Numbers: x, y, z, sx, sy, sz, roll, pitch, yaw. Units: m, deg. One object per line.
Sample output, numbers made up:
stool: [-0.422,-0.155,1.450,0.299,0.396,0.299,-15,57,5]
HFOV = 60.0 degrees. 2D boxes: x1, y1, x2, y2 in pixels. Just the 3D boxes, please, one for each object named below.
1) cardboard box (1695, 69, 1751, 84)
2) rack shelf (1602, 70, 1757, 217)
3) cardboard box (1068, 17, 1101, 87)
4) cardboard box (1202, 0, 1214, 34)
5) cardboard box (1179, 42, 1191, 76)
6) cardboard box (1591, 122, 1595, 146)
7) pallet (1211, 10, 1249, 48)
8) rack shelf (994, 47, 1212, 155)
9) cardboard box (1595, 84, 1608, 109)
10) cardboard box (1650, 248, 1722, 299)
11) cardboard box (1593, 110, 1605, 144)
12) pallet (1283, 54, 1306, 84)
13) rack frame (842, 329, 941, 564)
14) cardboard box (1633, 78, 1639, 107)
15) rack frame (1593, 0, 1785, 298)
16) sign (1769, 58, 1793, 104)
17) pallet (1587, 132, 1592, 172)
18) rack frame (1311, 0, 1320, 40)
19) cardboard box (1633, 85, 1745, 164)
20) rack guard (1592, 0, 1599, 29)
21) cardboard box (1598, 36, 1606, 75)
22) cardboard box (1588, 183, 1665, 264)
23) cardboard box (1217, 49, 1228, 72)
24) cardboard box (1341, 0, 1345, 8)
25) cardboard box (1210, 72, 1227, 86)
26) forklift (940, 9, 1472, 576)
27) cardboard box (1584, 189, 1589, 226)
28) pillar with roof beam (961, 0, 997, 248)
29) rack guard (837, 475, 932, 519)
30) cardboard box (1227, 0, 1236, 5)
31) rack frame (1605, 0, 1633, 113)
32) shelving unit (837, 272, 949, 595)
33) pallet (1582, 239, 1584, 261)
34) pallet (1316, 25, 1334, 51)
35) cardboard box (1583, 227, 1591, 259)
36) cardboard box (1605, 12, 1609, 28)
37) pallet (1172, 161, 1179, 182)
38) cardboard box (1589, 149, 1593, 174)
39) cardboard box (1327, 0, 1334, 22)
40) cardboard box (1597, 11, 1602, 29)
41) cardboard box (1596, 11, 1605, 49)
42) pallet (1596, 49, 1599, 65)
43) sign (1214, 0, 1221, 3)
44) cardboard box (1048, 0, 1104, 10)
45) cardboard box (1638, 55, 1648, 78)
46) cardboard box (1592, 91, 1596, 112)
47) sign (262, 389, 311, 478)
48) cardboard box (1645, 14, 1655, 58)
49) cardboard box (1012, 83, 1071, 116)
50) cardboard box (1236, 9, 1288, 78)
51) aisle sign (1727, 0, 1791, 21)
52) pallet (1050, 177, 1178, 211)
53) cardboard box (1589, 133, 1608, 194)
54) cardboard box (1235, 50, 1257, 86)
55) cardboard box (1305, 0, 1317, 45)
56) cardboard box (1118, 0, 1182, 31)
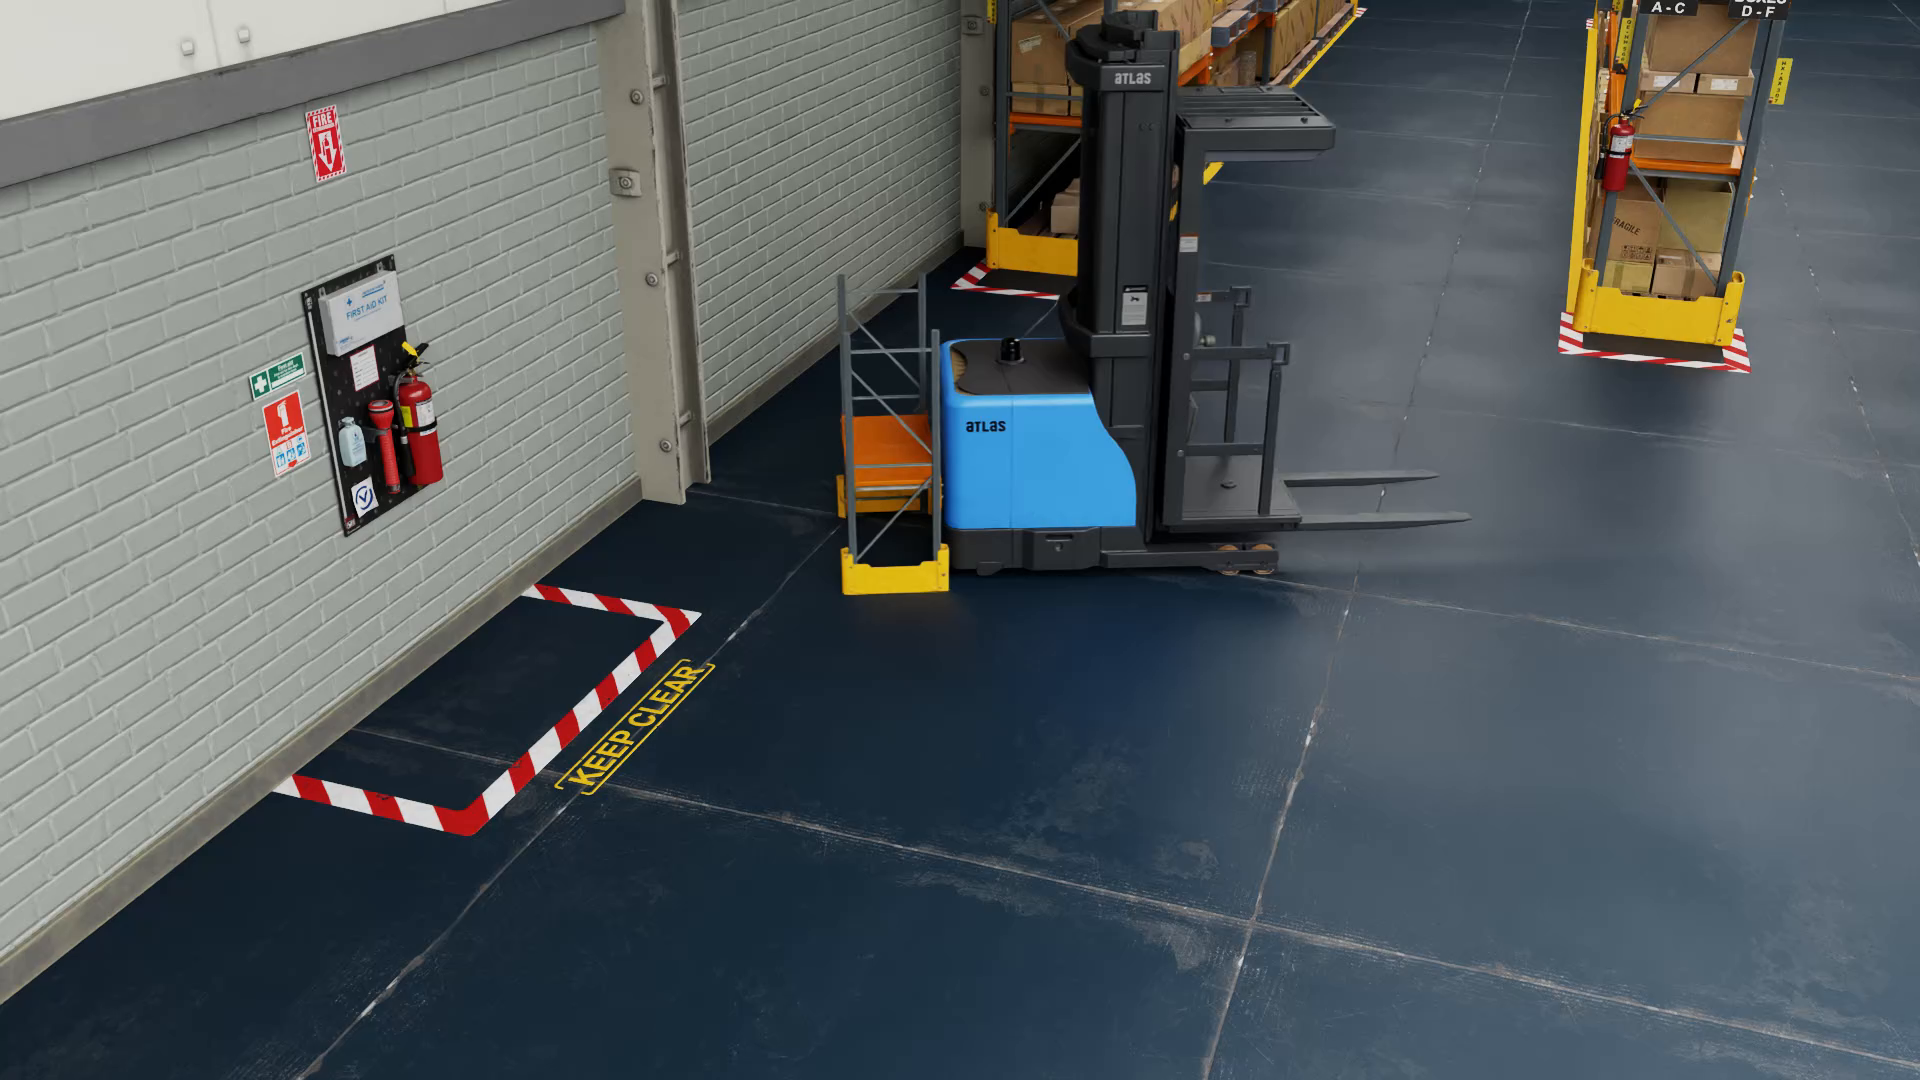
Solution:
cardboard box: [5.887,-3.581,12.845,0.380,0.149,0.250,8,27,16]
rack shelf: [6.133,-3.503,14.369,1.077,0.370,4.000,9,27,17]
cardboard box: [1.237,-4.154,14.176,0.500,0.500,0.500,9,27,18]
cardboard box: [2.261,-5.406,16.762,0.500,0.500,0.500,9,27,17]
cardboard box: [1.928,-4.656,16.074,0.500,0.250,0.500,9,27,17]
cardboard box: [7.174,-4.440,18.151,0.500,0.250,0.500,9,27,18]
pallet: [2.518,-5.573,18.038,1.003,0.211,1.213,9,27,17]
rack shelf: [1.461,-4.220,15.850,1.077,0.370,4.000,9,27,17]
cardboard box: [7.340,-4.898,18.454,0.500,0.311,0.500,8,27,16]
cardboard box: [5.856,-2.145,13.411,0.500,0.250,0.500,9,27,17]
cardboard box: [6.830,-4.276,17.169,0.500,0.311,0.500,10,27,19]
pallet: [4.198,-6.567,23.072,1.003,0.211,1.213,9,27,17]
rack frame: [-0.354,-0.393,8.840,0.500,1.500,0.032,-2,26,-5]
cardboard box: [6.148,-3.877,14.201,0.700,0.500,0.500,10,27,19]
rack frame: [5.468,-3.005,12.515,1.000,3.000,0.127,9,27,17]
sign: [5.989,-3.348,12.138,0.100,0.325,0.005,9,27,17]
pallet: [7.412,-4.206,18.194,1.003,0.211,1.213,9,27,17]
rack frame: [4.788,-8.654,24.181,1.000,3.000,0.127,9,27,17]
cardboard box: [5.635,-3.240,12.886,0.700,0.500,0.500,9,27,17]
rack guard: [10.767,-8.424,26.575,1.175,0.500,0.348,9,27,17]
cardboard box: [8.561,-6.213,21.505,0.500,0.500,0.500,8,27,15]
cardboard box: [5.366,-2.558,13.404,0.500,0.500,0.500,9,27,17]
cardboard box: [2.852,-5.680,19.541,0.500,0.250,0.500,9,27,17]
cardboard box: [5.981,-9.059,27.405,0.700,0.500,0.500,9,27,17]
cardboard box: [2.688,-5.167,19.344,0.700,0.500,0.500,9,27,18]
forklift: [1.395,-1.351,9.176,3.031,2.935,1.130,-1,26,-3]
cardboard box: [6.016,-3.045,15.269,0.500,0.250,0.500,9,27,17]
pillar with roof beam: [4.272,-6.211,12.252,9.100,9.000,0.400,9,27,17]
rack guard: [-0.446,-0.271,10.023,0.587,0.250,0.087,-2,26,-5]
cardboard box: [2.710,-6.317,18.735,0.700,0.500,0.500,13,29,24]
rack frame: [6.799,-4.649,15.910,1.000,3.000,0.127,9,27,17]
shelving unit: [-0.401,-0.617,9.304,0.587,1.500,1.083,-2,26,-5]
pallet: [6.090,-2.570,14.816,1.003,0.211,1.213,9,27,17]
pallet: [5.115,-7.700,25.410,1.003,0.211,1.213,9,27,17]
cardboard box: [5.523,-2.427,13.994,0.500,0.250,0.500,9,27,17]
cardboard box: [8.737,-6.773,21.799,0.500,0.250,0.500,9,27,18]
pallet: [1.936,-3.830,17.418,1.003,0.211,1.213,9,27,17]
cardboard box: [6.663,-3.813,16.857,0.500,0.250,0.500,8,27,17]
cardboard box: [5.477,-8.427,26.098,0.700,0.500,0.500,9,27,19]
cardboard box: [10.011,-7.948,25.373,0.500,0.250,0.500,9,27,17]
cardboard box: [9.383,-7.285,23.718,0.500,0.500,0.500,9,27,17]
pallet: [9.690,-6.964,23.891,1.003,0.211,1.213,9,27,17]
sign: [2.640,-5.680,17.046,0.100,0.325,0.005,9,27,17]
cardboard box: [1.096,-4.644,15.189,0.500,0.500,0.500,8,27,16]
cardboard box: [5.586,-3.740,13.173,0.380,0.149,0.250,8,27,17]
cardboard box: [7.679,-5.072,19.456,0.500,0.250,0.500,9,27,17]
sign: [-2.924,-0.463,7.224,0.001,0.329,0.234,9,27,17]
cardboard box: [5.823,-4.063,13.096,0.700,0.500,0.500,8,27,16]
cardboard box: [0.768,-3.884,14.479,0.500,0.250,0.500,9,27,18]
cardboard box: [3.826,-6.514,21.748,0.750,0.750,0.750,8,27,17]
aisle sign: [5.735,-4.104,11.801,0.394,0.787,0.004,9,27,17]
pallet: [1.532,-3.327,16.379,1.003,0.211,1.213,9,27,17]
cardboard box: [6.017,-3.382,15.106,0.500,0.500,0.500,9,27,17]
cardboard box: [3.267,-5.779,20.608,0.700,0.500,0.500,9,27,18]
cardboard box: [4.695,-7.589,23.967,0.750,0.750,0.750,9,27,18]
cardboard box: [1.750,-4.781,15.471,0.500,0.500,0.500,10,27,19]
